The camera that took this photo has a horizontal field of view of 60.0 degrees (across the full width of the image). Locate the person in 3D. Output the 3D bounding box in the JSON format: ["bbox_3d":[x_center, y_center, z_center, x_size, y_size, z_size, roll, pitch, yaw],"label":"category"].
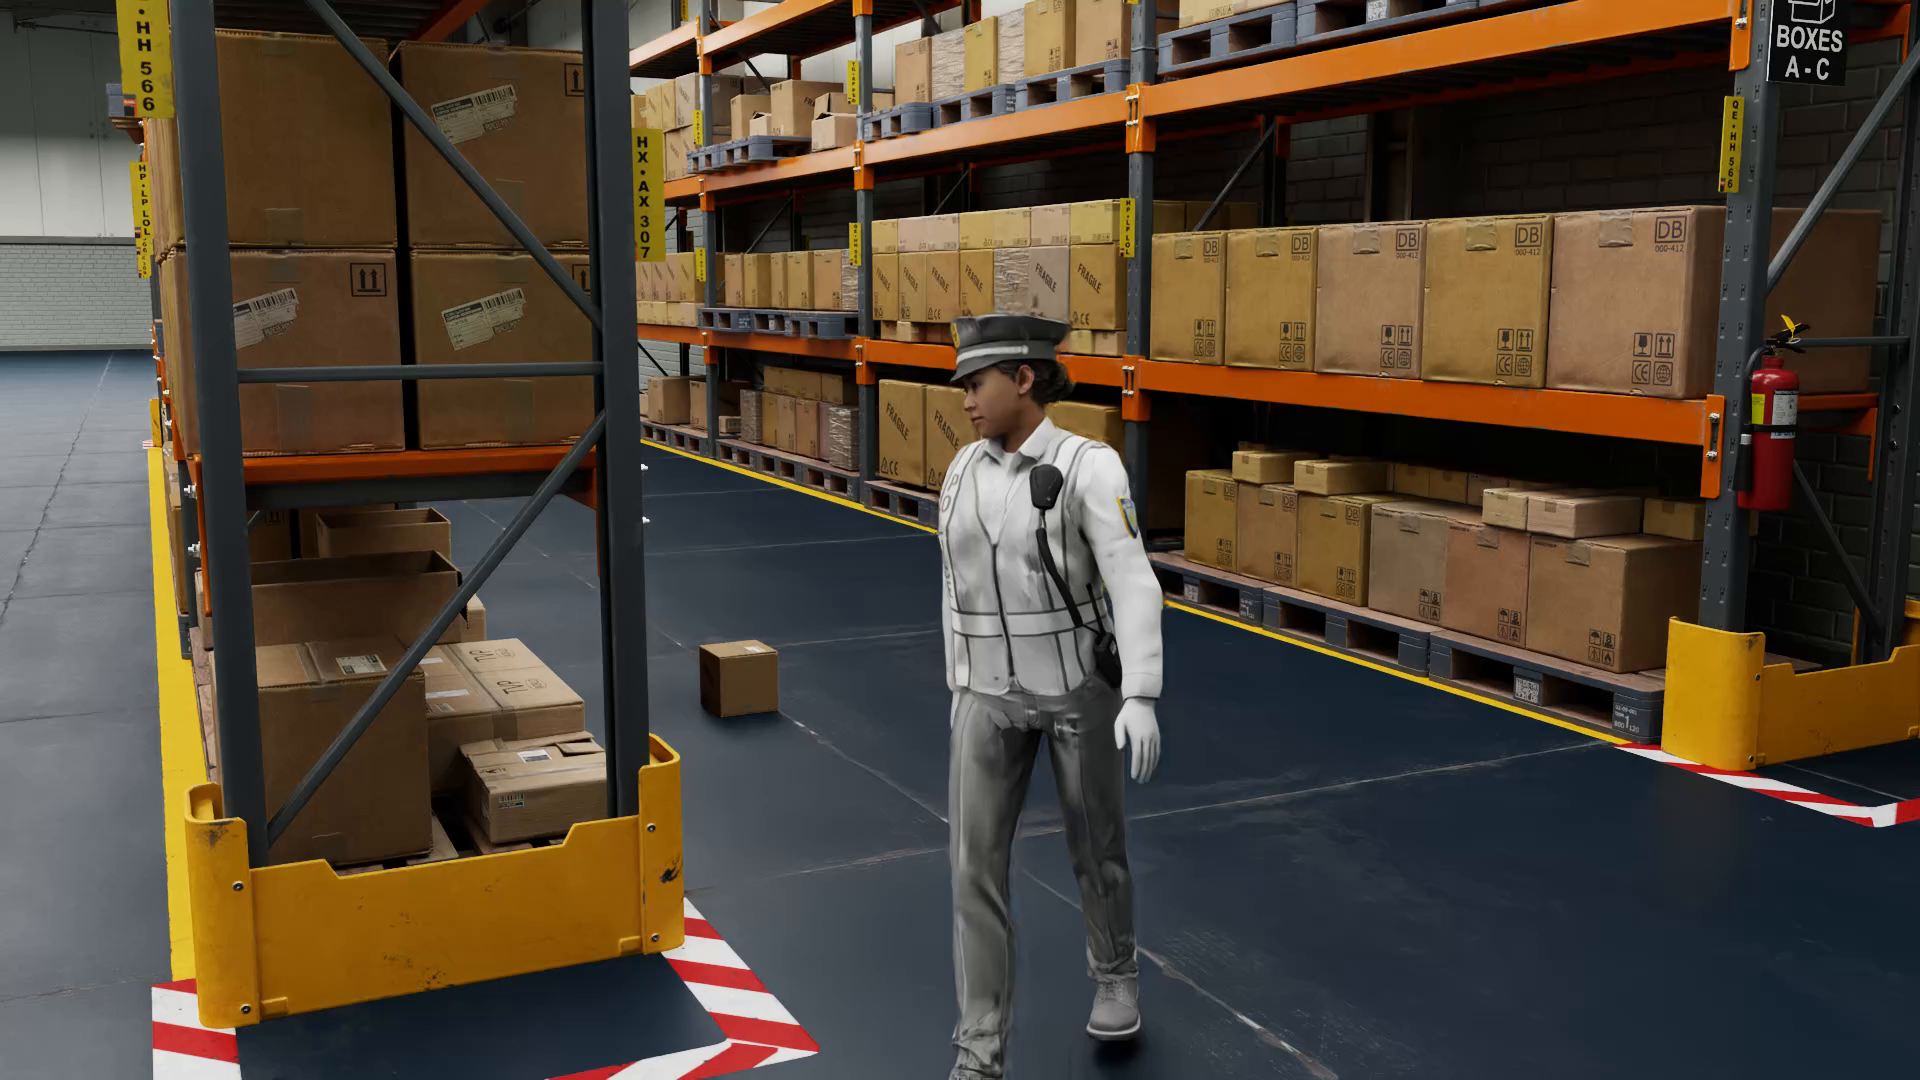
[{"bbox_3d":[0.163,0.351,3.453,0.595,1.624,0.902,4,9,24],"label":"person"}]
